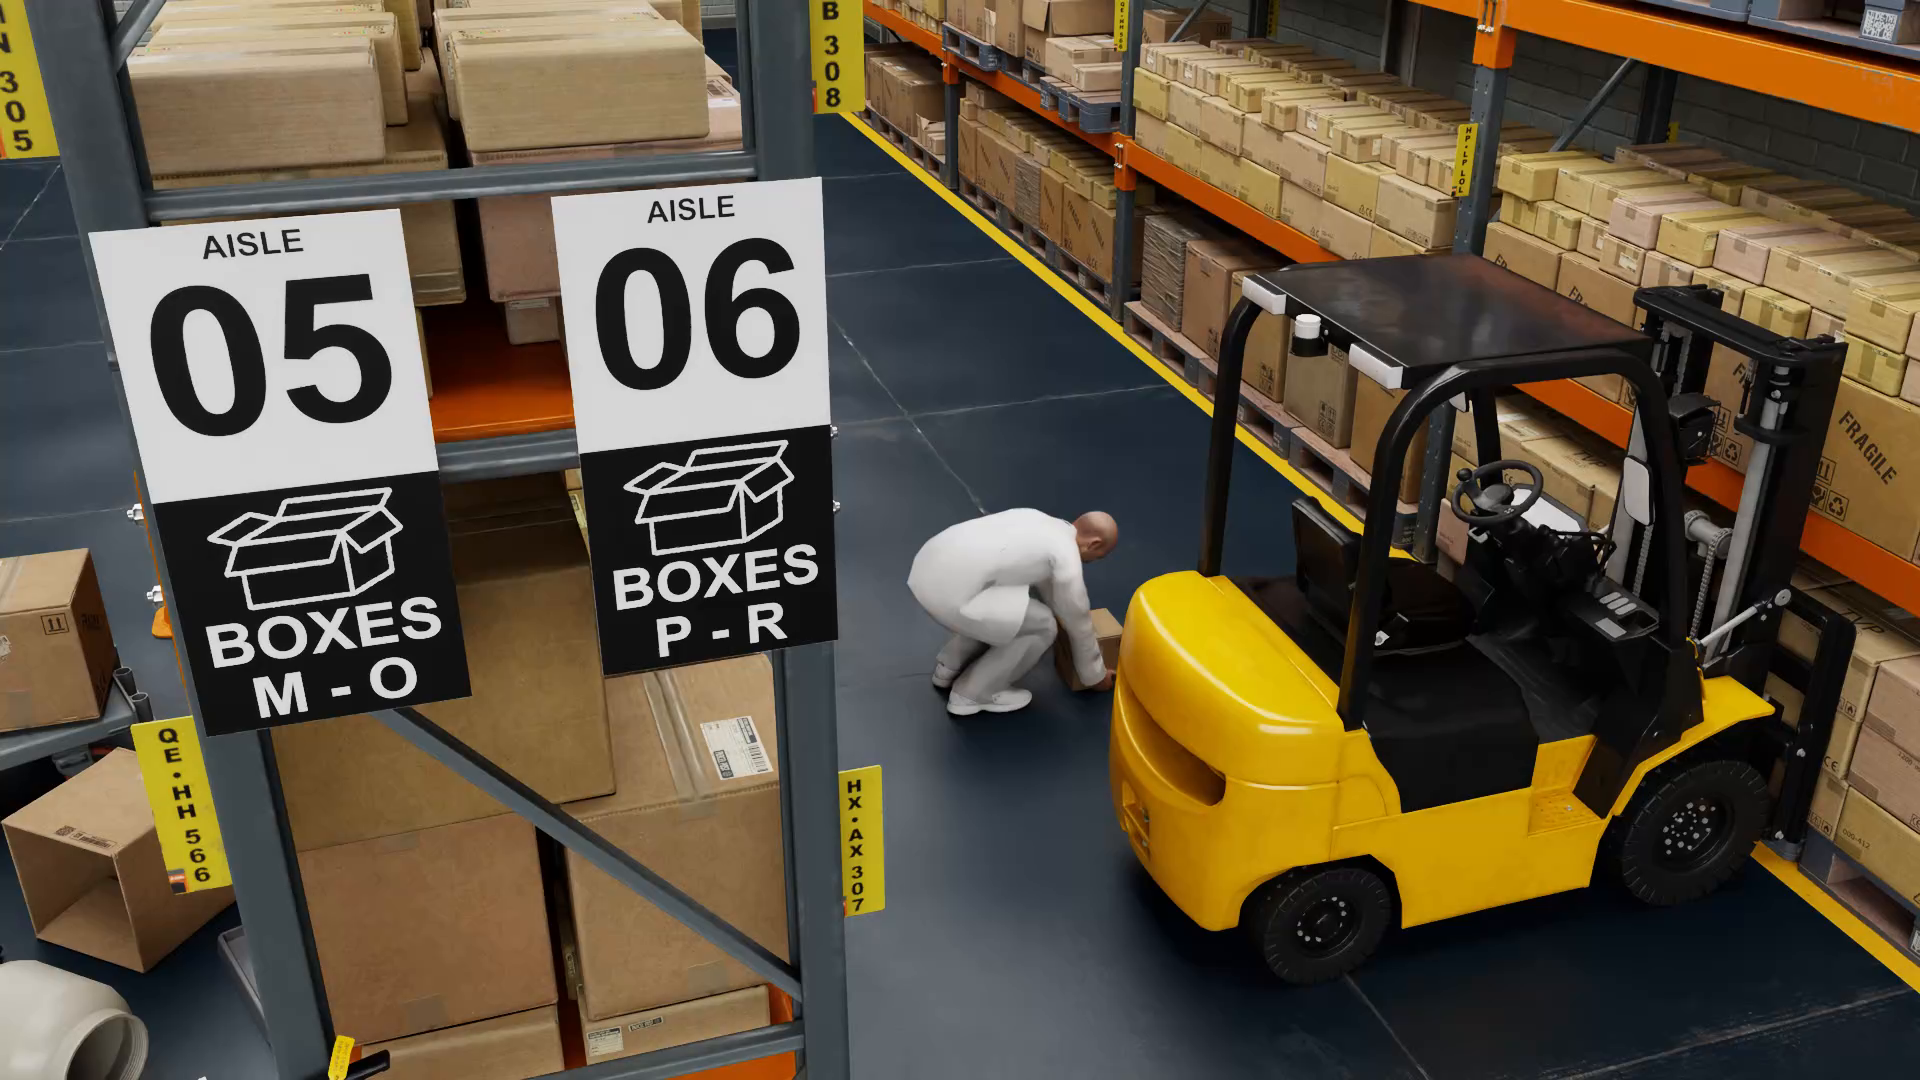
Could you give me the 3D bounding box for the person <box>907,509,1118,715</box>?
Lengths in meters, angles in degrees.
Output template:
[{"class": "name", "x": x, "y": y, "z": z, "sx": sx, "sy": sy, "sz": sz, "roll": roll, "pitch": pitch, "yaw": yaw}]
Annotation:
[{"class": "person", "x": 0.241, "y": 0.290, "z": 7.155, "sx": 0.949, "sy": 0.836, "sz": 0.582, "roll": -9, "pitch": 27, "yaw": -17}]
